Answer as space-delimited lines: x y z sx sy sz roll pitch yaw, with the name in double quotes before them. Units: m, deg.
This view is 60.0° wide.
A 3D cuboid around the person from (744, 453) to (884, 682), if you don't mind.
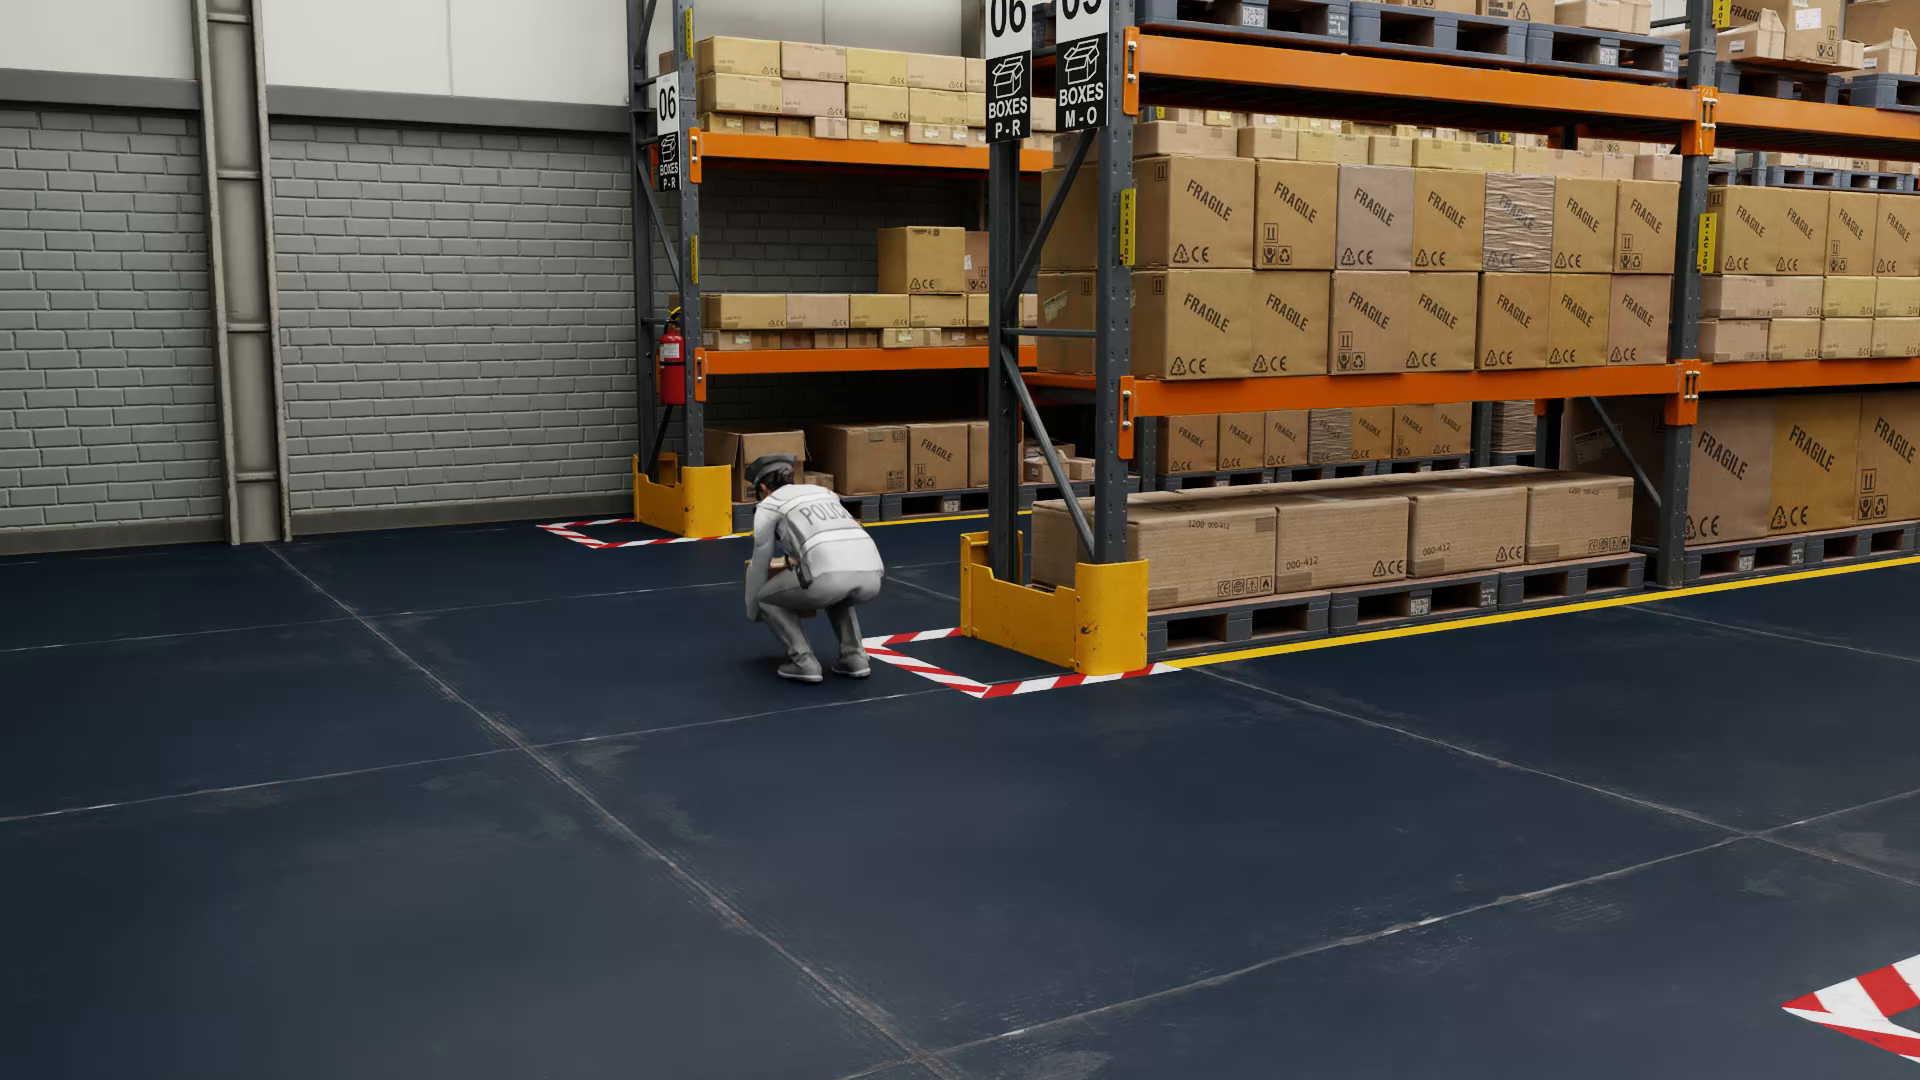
"person" -0.679 0.114 7.463 0.462 0.983 0.842 -5 10 -32
